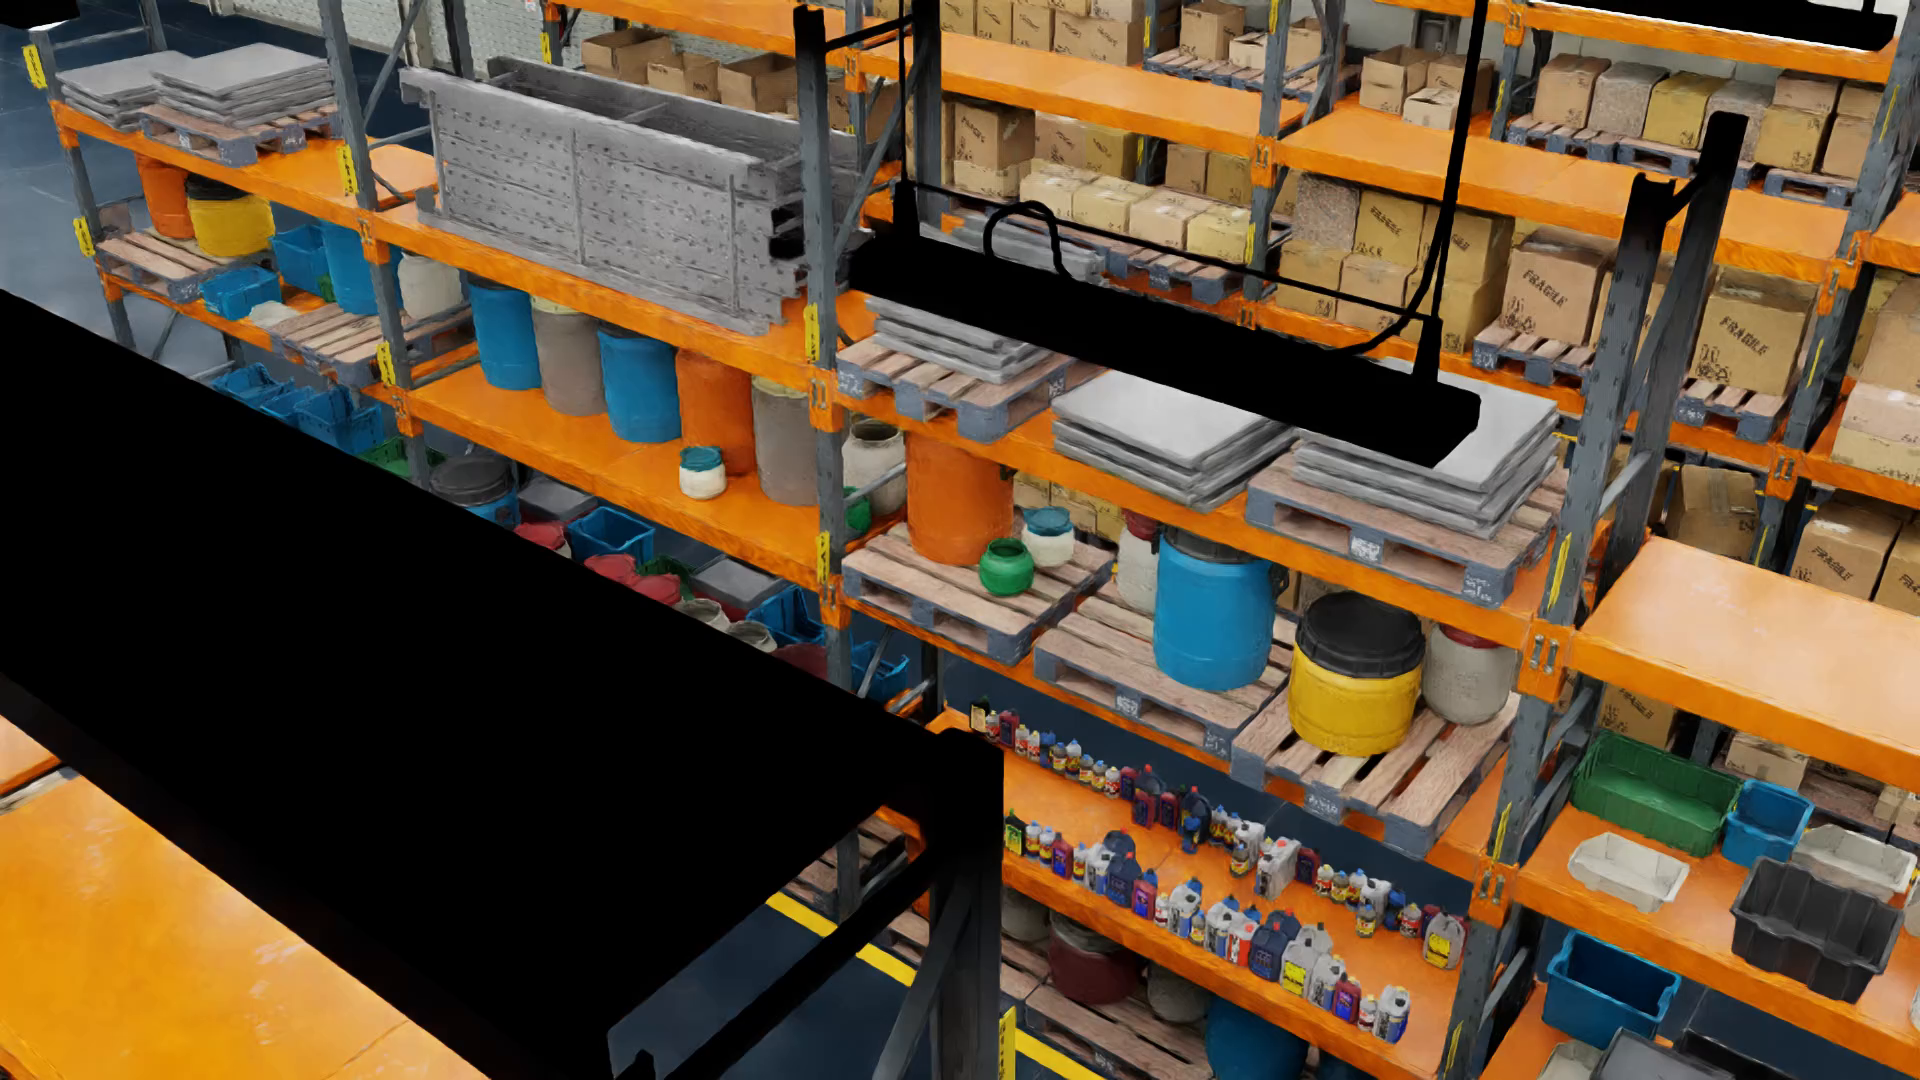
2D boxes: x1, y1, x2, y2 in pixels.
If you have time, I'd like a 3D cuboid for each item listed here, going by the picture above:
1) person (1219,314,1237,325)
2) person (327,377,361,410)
[{"bbox_3d":[2.616,-1.422,15.958,0.892,1.718,0.733,25,40,35],"label":"person"},{"bbox_3d":[-6.248,-1.807,16.633,0.629,1.655,0.450,3,32,6],"label":"person"}]
